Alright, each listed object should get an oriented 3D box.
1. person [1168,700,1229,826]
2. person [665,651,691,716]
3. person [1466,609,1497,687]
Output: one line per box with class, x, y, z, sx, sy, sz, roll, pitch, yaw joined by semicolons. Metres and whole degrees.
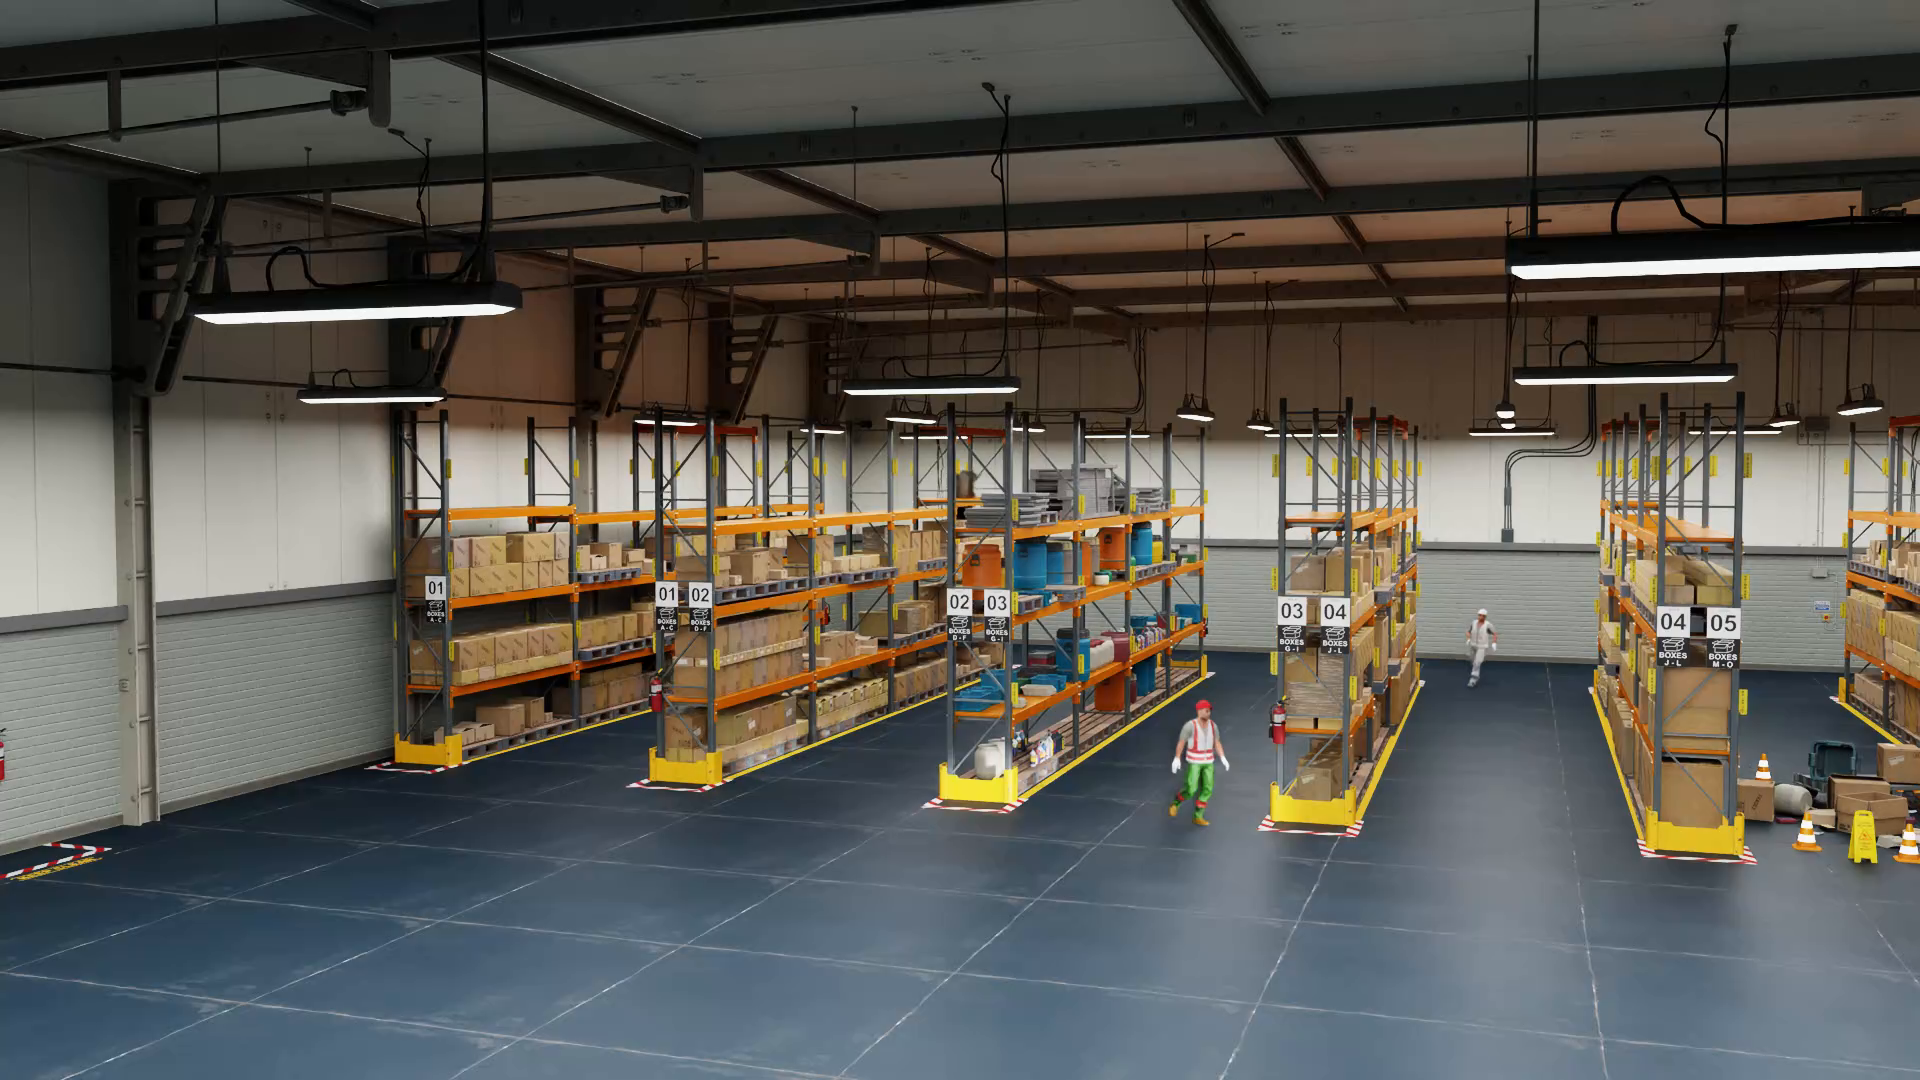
person;3.333;3.118;23.370;0.712;1.762;0.653;-1;3;-24
person;-5.139;2.847;30.336;0.716;1.683;0.804;-2;3;-43
person;11.838;2.450;37.847;0.706;1.767;0.942;2;3;40
